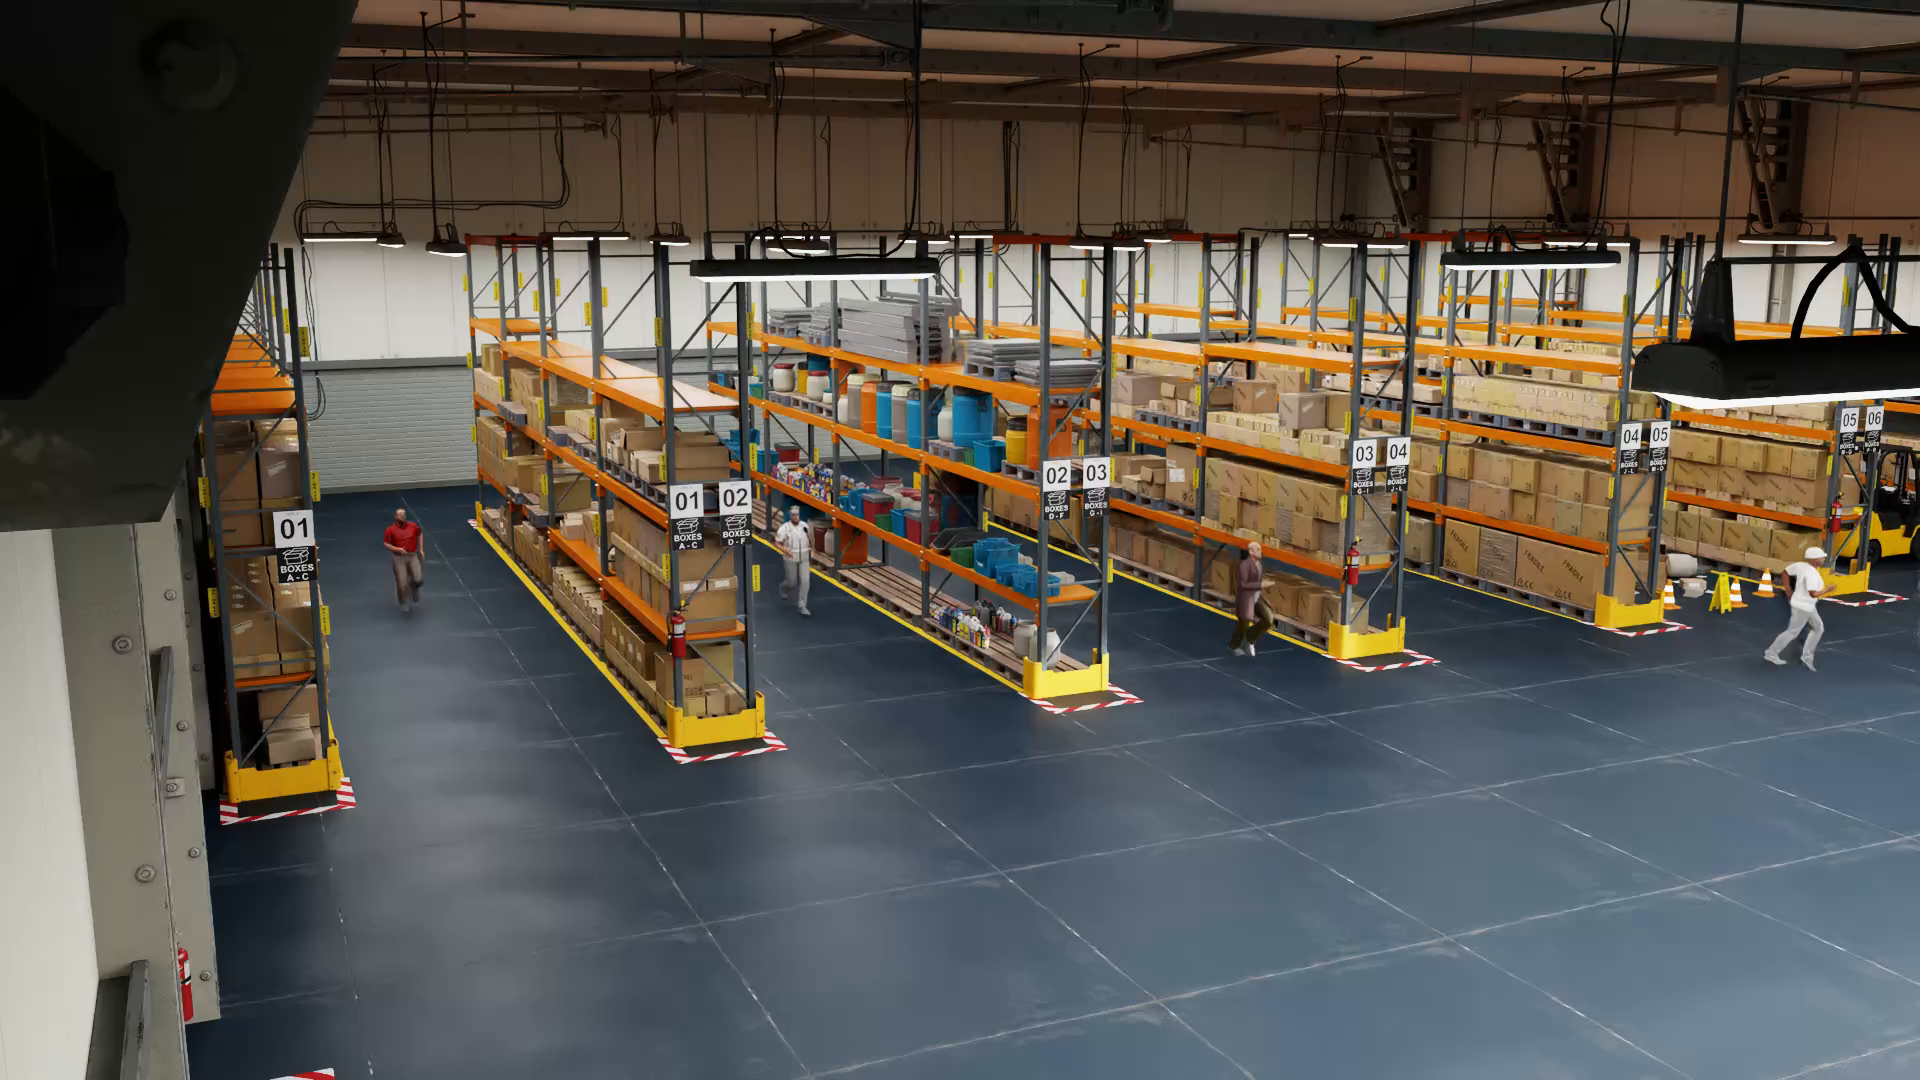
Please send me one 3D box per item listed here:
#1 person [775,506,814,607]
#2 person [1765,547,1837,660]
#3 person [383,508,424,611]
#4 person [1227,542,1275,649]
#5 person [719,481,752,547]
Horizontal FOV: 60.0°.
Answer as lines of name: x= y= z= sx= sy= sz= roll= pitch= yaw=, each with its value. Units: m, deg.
person: x=-2.672 y=0.248 z=27.066 sx=0.677 sy=1.666 sz=0.732 roll=-6 pitch=12 yaw=-26
person: x=11.865 y=0.897 z=23.431 sx=0.825 sy=1.639 sz=0.661 roll=5 pitch=12 yaw=23
person: x=-9.006 y=0.327 z=27.085 sx=0.674 sy=1.690 sz=0.605 roll=-7 pitch=13 yaw=-34
person: x=4.218 y=0.821 z=24.001 sx=0.821 sy=1.647 sz=0.757 roll=10 pitch=15 yaw=42
person: x=7.519 y=0.642 z=21.500 sx=17.110 sy=3.203 sz=12.130 roll=6 pitch=12 yaw=28
